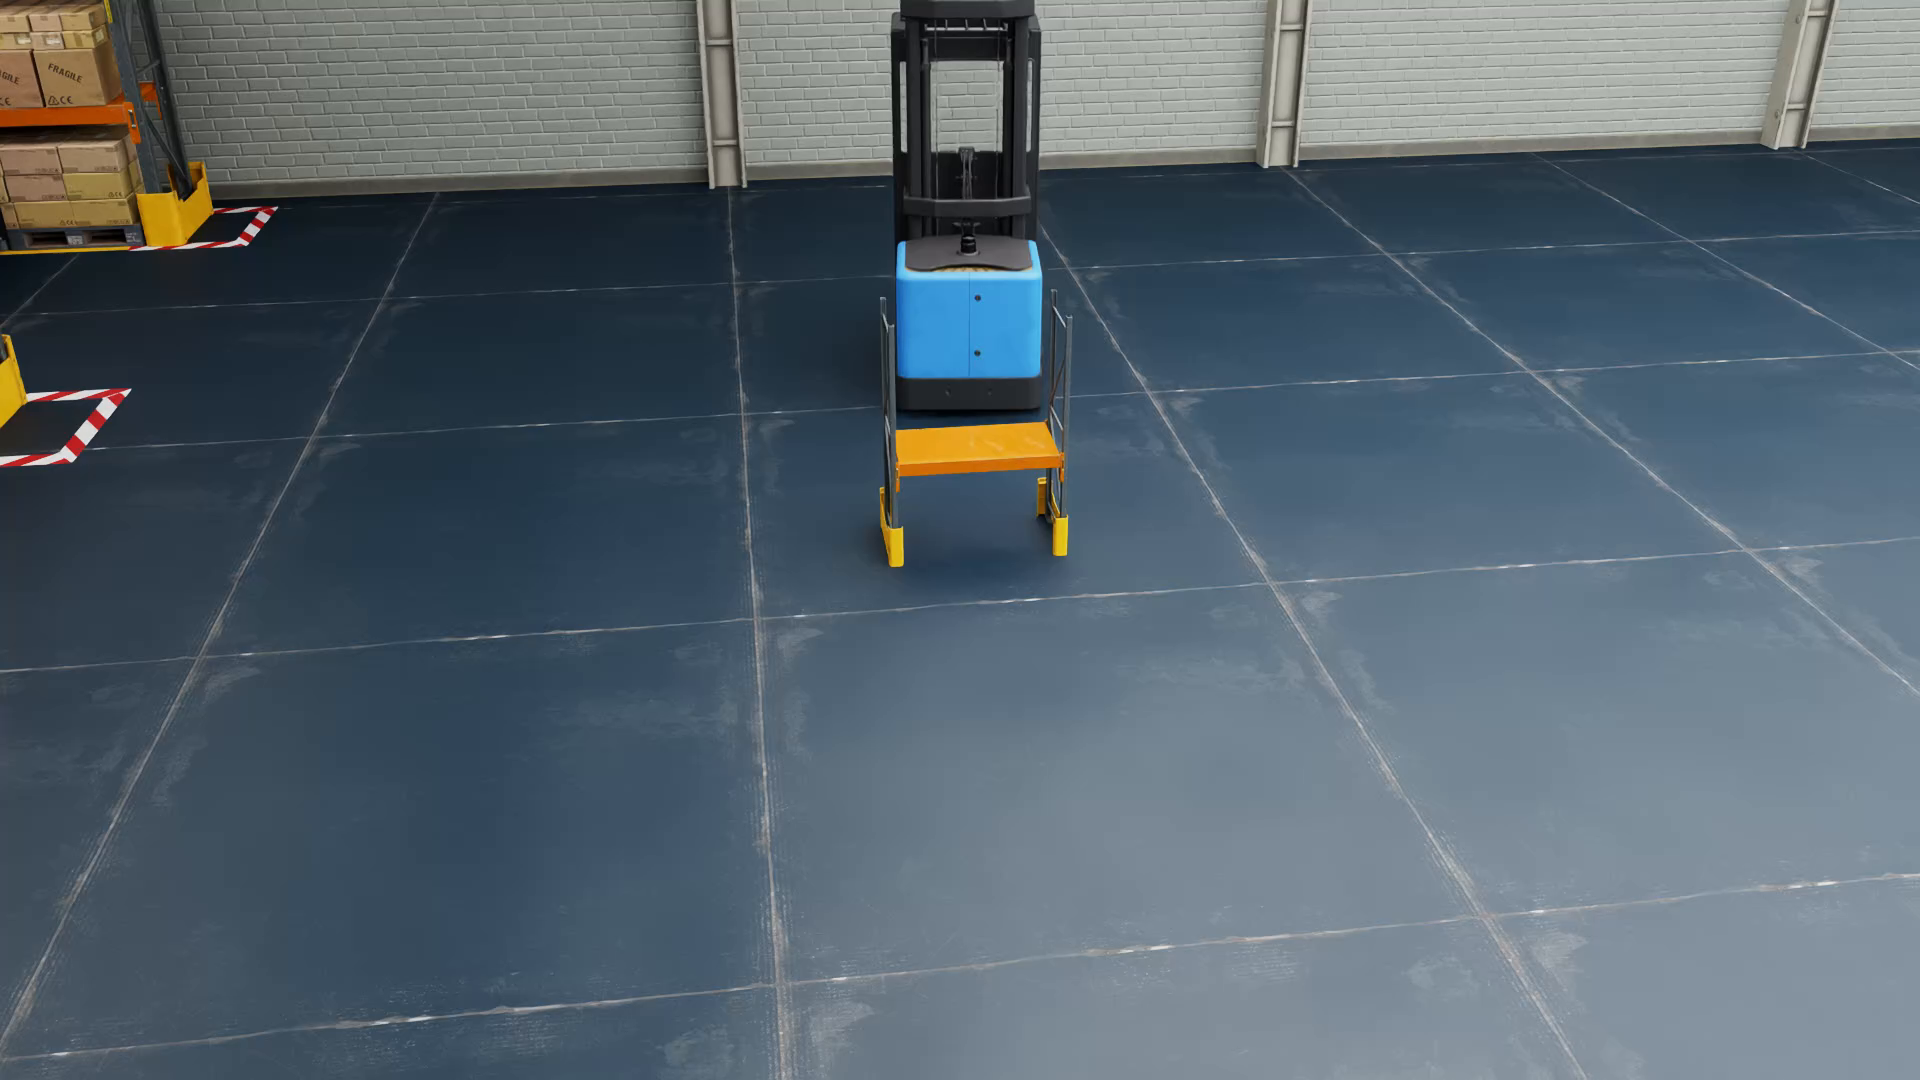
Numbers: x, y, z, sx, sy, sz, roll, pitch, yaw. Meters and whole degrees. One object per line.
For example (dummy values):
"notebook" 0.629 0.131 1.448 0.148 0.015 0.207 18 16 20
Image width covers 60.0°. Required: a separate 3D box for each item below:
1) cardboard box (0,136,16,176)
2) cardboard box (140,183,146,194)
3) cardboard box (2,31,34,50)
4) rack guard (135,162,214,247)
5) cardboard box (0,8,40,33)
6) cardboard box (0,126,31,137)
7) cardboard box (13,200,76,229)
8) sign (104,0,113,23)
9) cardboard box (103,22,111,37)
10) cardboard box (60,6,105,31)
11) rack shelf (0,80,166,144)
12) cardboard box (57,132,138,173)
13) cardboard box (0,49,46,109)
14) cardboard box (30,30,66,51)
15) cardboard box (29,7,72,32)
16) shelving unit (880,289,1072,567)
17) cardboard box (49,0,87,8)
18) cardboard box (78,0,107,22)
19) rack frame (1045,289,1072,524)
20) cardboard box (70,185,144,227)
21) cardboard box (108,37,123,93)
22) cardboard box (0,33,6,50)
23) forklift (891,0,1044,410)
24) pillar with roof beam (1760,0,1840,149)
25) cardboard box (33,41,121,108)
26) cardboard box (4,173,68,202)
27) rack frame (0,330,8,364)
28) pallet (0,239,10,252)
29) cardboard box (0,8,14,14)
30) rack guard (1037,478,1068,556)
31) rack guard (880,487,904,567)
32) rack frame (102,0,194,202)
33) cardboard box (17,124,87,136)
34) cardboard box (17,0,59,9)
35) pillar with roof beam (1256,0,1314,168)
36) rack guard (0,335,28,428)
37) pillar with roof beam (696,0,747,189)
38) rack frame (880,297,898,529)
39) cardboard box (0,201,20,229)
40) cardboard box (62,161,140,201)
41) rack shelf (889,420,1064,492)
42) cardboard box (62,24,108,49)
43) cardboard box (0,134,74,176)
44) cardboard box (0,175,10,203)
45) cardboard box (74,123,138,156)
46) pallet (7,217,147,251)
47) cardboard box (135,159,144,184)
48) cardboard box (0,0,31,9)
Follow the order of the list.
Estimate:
"cardboard box" -8.995 -3.521 15.283 0.500 0.250 0.500 -3 27 -6
"cardboard box" -8.093 -3.375 16.094 0.500 0.250 0.500 -4 27 -7
"cardboard box" -8.398 -4.521 14.954 0.250 0.149 0.380 -3 27 -6
"rack guard" -7.556 -3.244 16.025 0.348 0.500 1.175 -4 27 -7
"cardboard box" -8.400 -4.643 14.868 0.250 0.149 0.380 -3 27 -6
"cardboard box" -9.073 -3.758 15.744 0.500 0.250 0.500 -4 27 -7
"cardboard box" -8.495 -3.118 15.593 0.500 0.250 0.500 -4 27 -7
"sign" -7.518 -4.729 14.653 0.005 0.325 0.100 -4 27 -7
"cardboard box" -7.952 -4.783 15.467 0.250 0.149 0.380 -4 27 -8
"cardboard box" -7.905 -4.702 14.982 0.250 0.149 0.380 -4 27 -7
"rack shelf" -9.560 -3.907 15.367 4.000 0.370 1.077 -4 27 -7
"cardboard box" -7.992 -3.593 15.423 0.500 0.250 0.500 -3 27 -5
"cardboard box" -8.546 -4.220 15.080 0.500 0.500 0.500 -3 27 -5
"cardboard box" -8.133 -4.509 14.932 0.250 0.149 0.380 -3 27 -6
"cardboard box" -8.145 -4.672 14.924 0.250 0.149 0.380 -4 27 -7
"shelving unit" 0.075 -0.672 9.917 1.083 1.500 0.587 -4 27 -7
"cardboard box" -8.214 -4.907 15.381 0.250 0.149 0.380 -3 27 -5
"cardboard box" -7.942 -4.895 15.359 0.250 0.149 0.380 -4 27 -8
"rack frame" 0.588 -0.705 9.981 0.032 1.500 0.500 -4 27 -7
"cardboard box" -8.001 -3.145 15.646 0.500 0.250 0.500 -3 27 -7
"cardboard box" -8.109 -4.493 15.612 0.500 0.500 0.500 -3 27 -5
"cardboard box" -8.645 -4.510 14.934 0.250 0.149 0.380 -4 27 -7
"forklift" 0.038 -2.866 12.625 1.130 2.935 3.031 -1 27 -1
"pillar with roof beam" 10.029 -6.586 13.228 0.400 9.000 9.100 -4 27 -7
"cardboard box" -8.030 -4.249 15.136 0.500 0.500 0.500 -4 27 -8
"cardboard box" -8.516 -3.341 15.480 0.500 0.250 0.500 -4 27 -8
"rack frame" -6.885 -2.111 11.078 0.127 3.000 1.000 -4 27 -7
"pallet" -9.537 -2.970 15.808 1.213 0.211 1.003 -4 27 -7
"cardboard box" -8.657 -4.661 14.903 0.250 0.149 0.380 -4 27 -7
"rack guard" 0.569 -0.148 10.264 0.087 0.250 0.587 -4 27 -7
"rack guard" -0.418 -0.084 10.141 0.087 0.250 0.587 -4 27 -7
"rack frame" -7.580 -4.355 15.451 0.127 3.000 1.000 -4 27 -7
"cardboard box" -8.576 -3.785 15.797 0.500 0.250 0.500 -4 27 -7
"cardboard box" -8.465 -4.871 15.311 0.250 0.149 0.380 -3 27 -6
"pillar with roof beam" 4.088 -6.204 12.484 0.400 9.000 9.100 -4 27 -7
"rack guard" -6.960 -0.994 11.640 0.348 0.500 1.175 -4 27 -7
"pillar with roof beam" -1.854 -5.822 11.740 0.400 9.000 9.100 -4 27 -7
"rack frame" -0.419 -0.640 9.855 0.032 1.500 0.500 -4 27 -7
"cardboard box" -8.991 -3.090 15.539 0.500 0.250 0.500 -3 27 -7
"cardboard box" -8.018 -3.368 15.533 0.500 0.250 0.500 -4 27 -8
"rack shelf" 0.084 -0.513 10.000 1.000 0.185 0.538 -4 27 -7
"cardboard box" -7.884 -4.539 14.990 0.250 0.149 0.380 -3 27 -6
"cardboard box" -8.497 -3.558 15.354 0.500 0.250 0.500 -3 27 -6
"cardboard box" -9.025 -3.299 15.398 0.500 0.250 0.500 -4 27 -8
"cardboard box" -8.082 -3.818 15.862 0.500 0.250 0.500 -4 27 -8
"pallet" -8.331 -3.046 15.956 1.213 0.211 1.003 -4 27 -7
"cardboard box" -8.074 -3.605 15.993 0.500 0.250 0.500 -3 27 -6
"cardboard box" -8.713 -4.862 15.293 0.250 0.149 0.380 -4 27 -7
